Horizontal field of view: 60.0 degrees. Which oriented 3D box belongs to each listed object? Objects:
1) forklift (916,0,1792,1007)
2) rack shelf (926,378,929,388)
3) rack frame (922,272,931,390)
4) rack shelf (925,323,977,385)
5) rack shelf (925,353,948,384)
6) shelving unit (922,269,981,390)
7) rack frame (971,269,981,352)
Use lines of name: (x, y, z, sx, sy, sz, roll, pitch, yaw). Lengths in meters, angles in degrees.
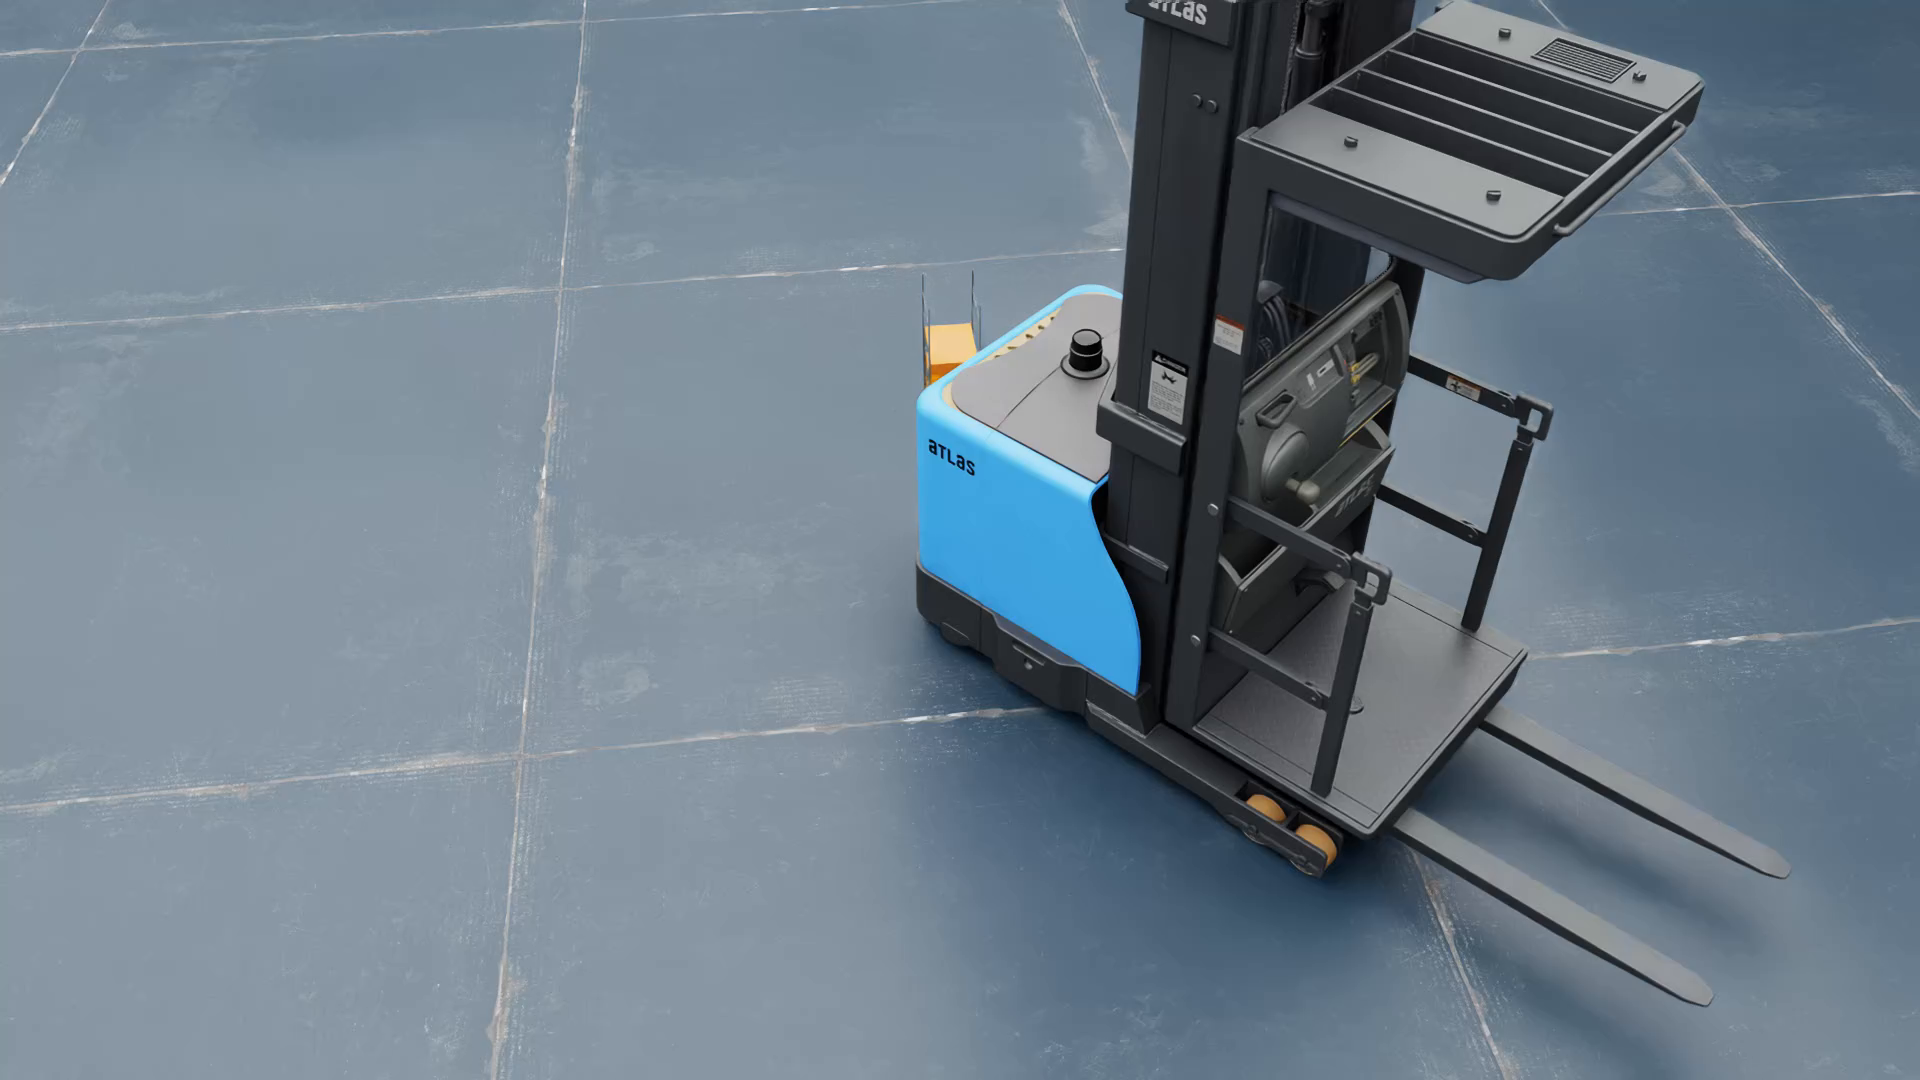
forklift: (1.277, -0.382, 4.985, 3.031, 2.935, 1.130, 30, 50, 29)
rack shelf: (-0.032, -0.512, 6.309, 0.180, 0.103, 0.258, -4, 42, -5)
rack frame: (-0.123, -0.448, 6.351, 0.006, 1.200, 0.240, -4, 42, -5)
rack shelf: (-0.032, -0.690, 6.148, 0.180, 0.103, 0.258, -4, 42, -5)
rack shelf: (-0.032, -0.601, 6.228, 0.180, 0.103, 0.258, -4, 42, -5)
shelving unit: (-0.032, -0.456, 6.359, 0.189, 1.200, 0.258, -4, 42, -5)
rack frame: (0.059, -0.463, 6.367, 0.006, 1.200, 0.240, -4, 42, -5)
